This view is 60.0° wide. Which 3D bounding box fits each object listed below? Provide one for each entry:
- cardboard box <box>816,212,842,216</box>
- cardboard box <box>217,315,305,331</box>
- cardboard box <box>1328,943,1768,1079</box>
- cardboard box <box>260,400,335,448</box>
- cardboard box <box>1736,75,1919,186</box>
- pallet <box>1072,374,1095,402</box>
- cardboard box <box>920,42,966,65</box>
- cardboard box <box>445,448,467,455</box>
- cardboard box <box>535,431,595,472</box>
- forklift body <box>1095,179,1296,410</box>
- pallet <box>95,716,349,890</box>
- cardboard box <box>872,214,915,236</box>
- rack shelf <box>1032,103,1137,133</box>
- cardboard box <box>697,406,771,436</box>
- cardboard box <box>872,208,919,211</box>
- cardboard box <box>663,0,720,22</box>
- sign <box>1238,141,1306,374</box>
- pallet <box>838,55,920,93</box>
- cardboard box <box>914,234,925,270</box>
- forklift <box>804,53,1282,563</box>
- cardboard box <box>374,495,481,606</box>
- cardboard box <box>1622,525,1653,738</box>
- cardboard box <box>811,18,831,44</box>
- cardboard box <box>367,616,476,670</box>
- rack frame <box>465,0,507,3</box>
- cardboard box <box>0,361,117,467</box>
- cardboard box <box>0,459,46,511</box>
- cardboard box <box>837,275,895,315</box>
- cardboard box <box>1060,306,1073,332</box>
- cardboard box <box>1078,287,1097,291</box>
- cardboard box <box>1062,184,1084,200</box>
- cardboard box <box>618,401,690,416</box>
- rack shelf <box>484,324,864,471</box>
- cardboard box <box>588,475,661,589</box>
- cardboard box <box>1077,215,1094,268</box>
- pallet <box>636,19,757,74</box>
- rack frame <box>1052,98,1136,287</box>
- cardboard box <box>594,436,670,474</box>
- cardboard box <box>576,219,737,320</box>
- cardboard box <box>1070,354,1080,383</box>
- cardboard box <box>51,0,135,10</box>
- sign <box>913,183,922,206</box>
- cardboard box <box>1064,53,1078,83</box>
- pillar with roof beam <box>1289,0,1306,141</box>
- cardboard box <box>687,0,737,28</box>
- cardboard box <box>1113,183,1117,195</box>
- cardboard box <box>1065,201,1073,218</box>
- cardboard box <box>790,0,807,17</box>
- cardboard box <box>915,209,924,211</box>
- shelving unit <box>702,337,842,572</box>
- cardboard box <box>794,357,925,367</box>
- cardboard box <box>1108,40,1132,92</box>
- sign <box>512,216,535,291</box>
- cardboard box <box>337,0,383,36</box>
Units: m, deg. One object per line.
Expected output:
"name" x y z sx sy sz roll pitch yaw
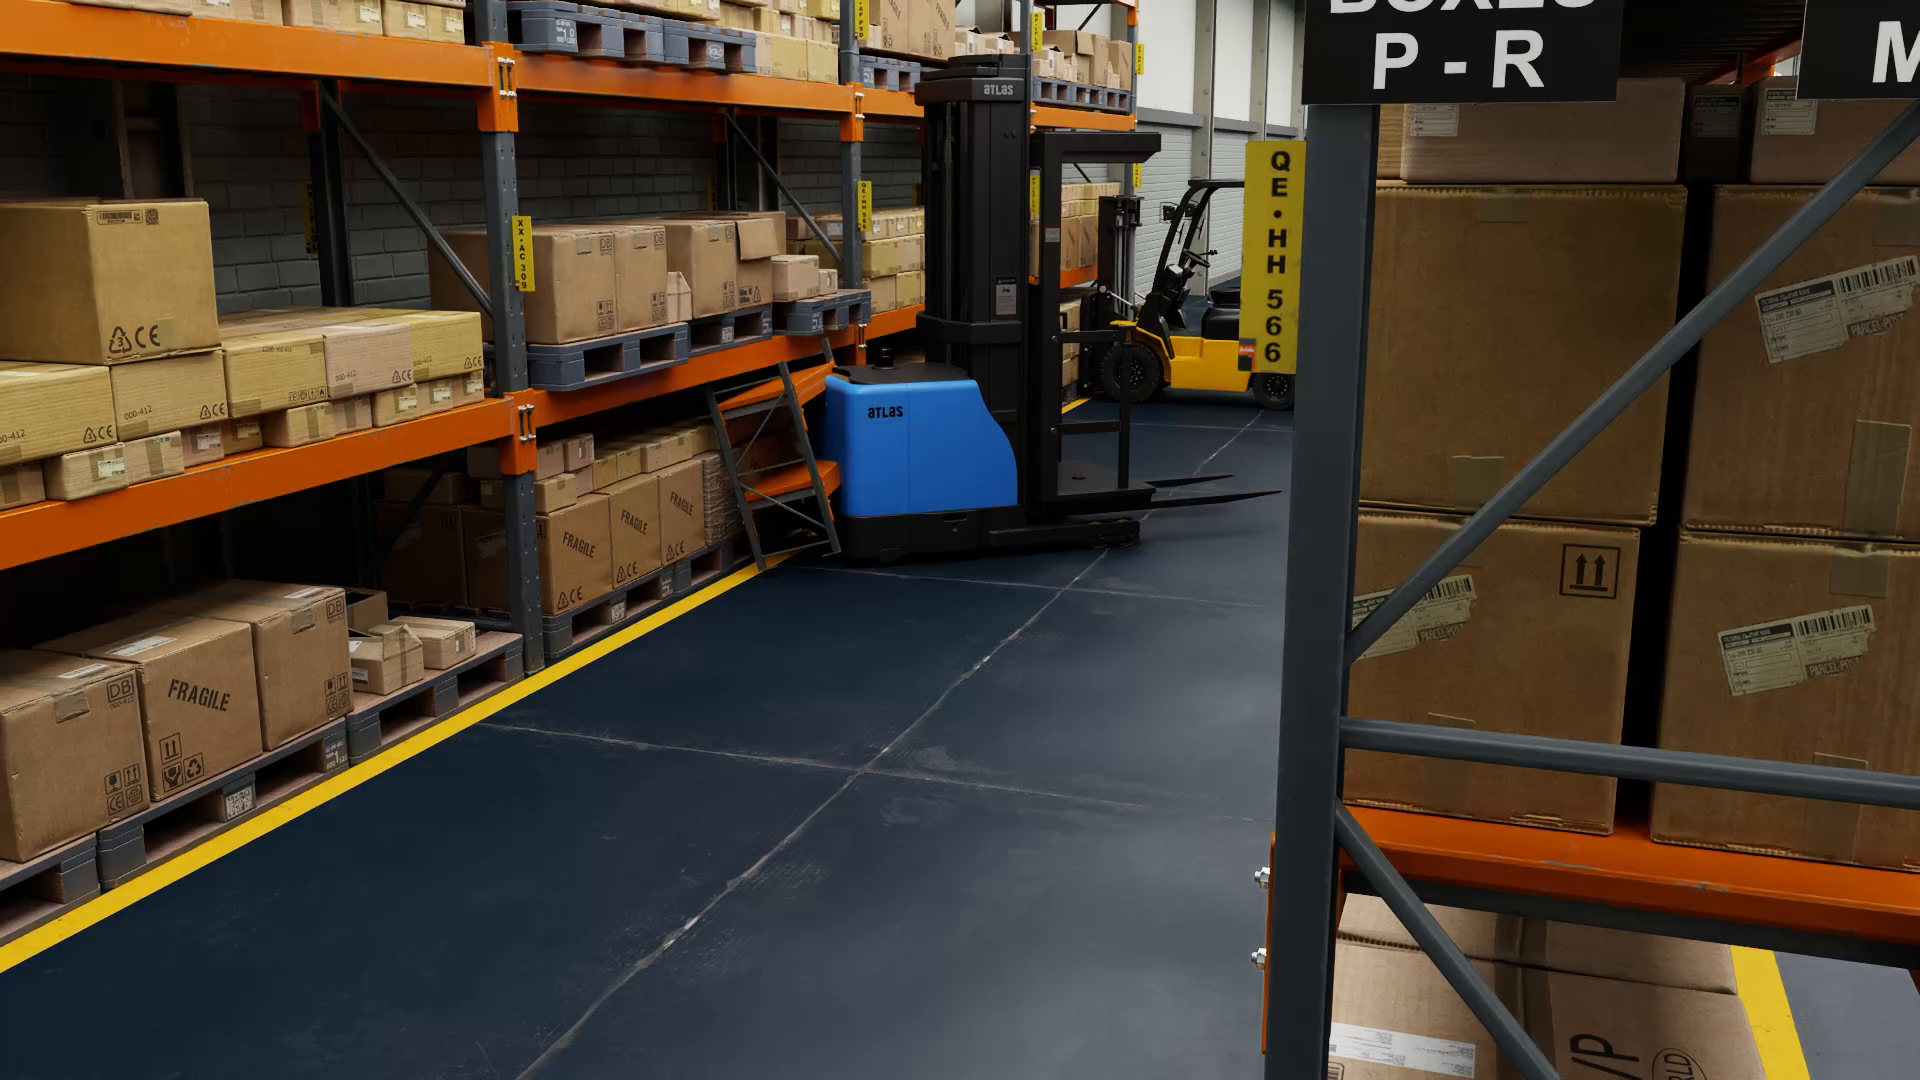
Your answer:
"cardboard box" -0.944 -2.387 12.521 0.380 0.149 0.250 4 14 18
"cardboard box" -3.015 -0.758 6.736 0.500 0.250 0.500 4 14 18
"cardboard box" 1.079 1.220 3.216 0.875 0.438 0.875 4 13 16
"cardboard box" -2.599 -0.447 6.271 0.380 0.149 0.250 4 13 18
"cardboard box" 1.337 -0.585 2.382 0.380 0.149 0.250 5 14 20
"pallet" 0.835 -1.624 17.129 1.003 0.211 1.213 4 14 18
"cardboard box" -0.173 -3.739 12.784 0.380 0.149 0.250 4 14 18
"cardboard box" -2.446 -0.385 8.650 0.380 0.149 0.250 5 14 19
"cardboard box" -2.037 -0.439 8.217 0.380 0.149 0.250 4 13 16
"forklift body" 2.552 -2.459 16.429 2.313 2.155 1.214 4 14 18
"pallet" -3.060 0.885 6.137 1.003 0.211 1.213 4 14 18
"cardboard box" -0.551 -2.298 12.134 0.380 0.149 0.250 5 14 19
"rack shelf" 0.792 -4.094 16.560 1.077 0.370 4.000 4 14 18
"cardboard box" -1.384 -0.735 10.183 0.380 0.149 0.250 5 14 20
"cardboard box" -0.557 -2.657 13.704 0.380 0.149 0.250 4 14 18
"cardboard box" -1.497 -2.830 8.802 0.380 0.149 0.250 5 14 20
"sign" 0.451 -0.400 2.366 0.100 0.325 0.005 4 14 18
"pallet" -1.014 -3.239 11.620 1.213 0.211 1.003 5 14 21
"cardboard box" -0.425 -2.180 12.511 0.500 0.250 0.500 4 13 17
"forklift" 0.582 -1.479 10.383 3.031 2.935 1.130 -5 14 -21
"cardboard box" -2.564 0.012 8.367 0.500 0.500 0.500 4 14 18
"cardboard box" 1.524 0.084 3.153 0.500 0.500 0.500 4 13 18
"cardboard box" -1.036 -3.211 10.514 0.380 0.149 0.250 5 14 20
"cardboard box" -2.346 0.447 7.253 0.380 0.149 0.250 4 13 17
"rack frame" -2.443 -3.802 6.921 1.000 3.000 0.127 4 14 18
"cardboard box" -3.012 -0.396 5.150 0.500 0.250 0.500 4 13 17
"cardboard box" -3.061 -0.182 5.107 0.380 0.149 0.250 5 14 19
"cardboard box" -0.774 -1.722 11.628 0.500 0.250 0.500 4 14 19
"cardboard box" 0.773 -2.099 15.933 0.500 0.250 0.500 4 14 18
"cardboard box" 1.585 -2.636 18.284 0.500 0.250 0.500 5 14 20
"cardboard box" 1.032 -3.500 16.729 0.380 0.149 0.250 5 14 19
"cardboard box" -1.905 -0.771 10.343 0.380 0.149 0.250 4 13 16
"rack shelf" -1.796 -0.947 9.514 1.077 0.370 4.000 4 14 18
"cardboard box" -1.911 -0.061 8.690 0.500 0.500 0.500 4 14 18
"cardboard box" 1.034 -3.007 16.695 0.500 0.500 0.500 4 14 19
"pallet" -1.833 -2.599 8.813 1.213 0.211 1.003 4 14 18
"rack frame" 1.439 -3.404 18.659 1.000 3.000 0.127 4 14 18
"cardboard box" -1.795 -0.463 8.991 0.380 0.149 0.250 4 14 18
"cardboard box" -1.654 -1.490 9.109 0.700 0.500 0.500 4 14 18
"cardboard box" 0.916 -1.721 16.522 0.500 0.250 0.500 5 14 19
"cardboard box" -2.827 -1.741 5.198 0.380 0.149 0.250 4 14 19
"sign" -0.381 -3.062 15.037 0.100 0.325 0.005 4 14 18
"cardboard box" 0.912 -4.502 15.866 0.396 0.266 0.258 4 13 17
"pillar with roof beam" 12.200 -10.990 38.415 9.100 9.000 0.548 4 14 18
"cardboard box" -1.477 -2.942 9.336 0.380 0.149 0.250 5 14 20
"cardboard box" 1.472 -3.769 17.908 0.380 0.149 0.250 4 14 18
"cardboard box" 0.874 -3.188 16.031 0.380 0.149 0.250 4 14 18
"cardboard box" -1.166 -3.306 10.265 0.380 0.149 0.250 4 13 16
"cardboard box" -0.141 -2.567 13.312 0.380 0.149 0.250 4 14 19
"shelving unit" -0.984 -0.531 9.874 0.538 1.125 1.048 -13 12 12
"cardboard box" -0.731 -1.035 12.673 0.875 0.625 0.625 5 14 20
"cardboard box" 1.527 -5.057 17.771 0.500 0.500 0.500 5 14 20
"sign" -1.928 -1.262 7.329 0.100 0.325 0.005 4 14 18
"cardboard box" -2.458 -2.013 6.388 0.380 0.149 0.250 5 14 20
